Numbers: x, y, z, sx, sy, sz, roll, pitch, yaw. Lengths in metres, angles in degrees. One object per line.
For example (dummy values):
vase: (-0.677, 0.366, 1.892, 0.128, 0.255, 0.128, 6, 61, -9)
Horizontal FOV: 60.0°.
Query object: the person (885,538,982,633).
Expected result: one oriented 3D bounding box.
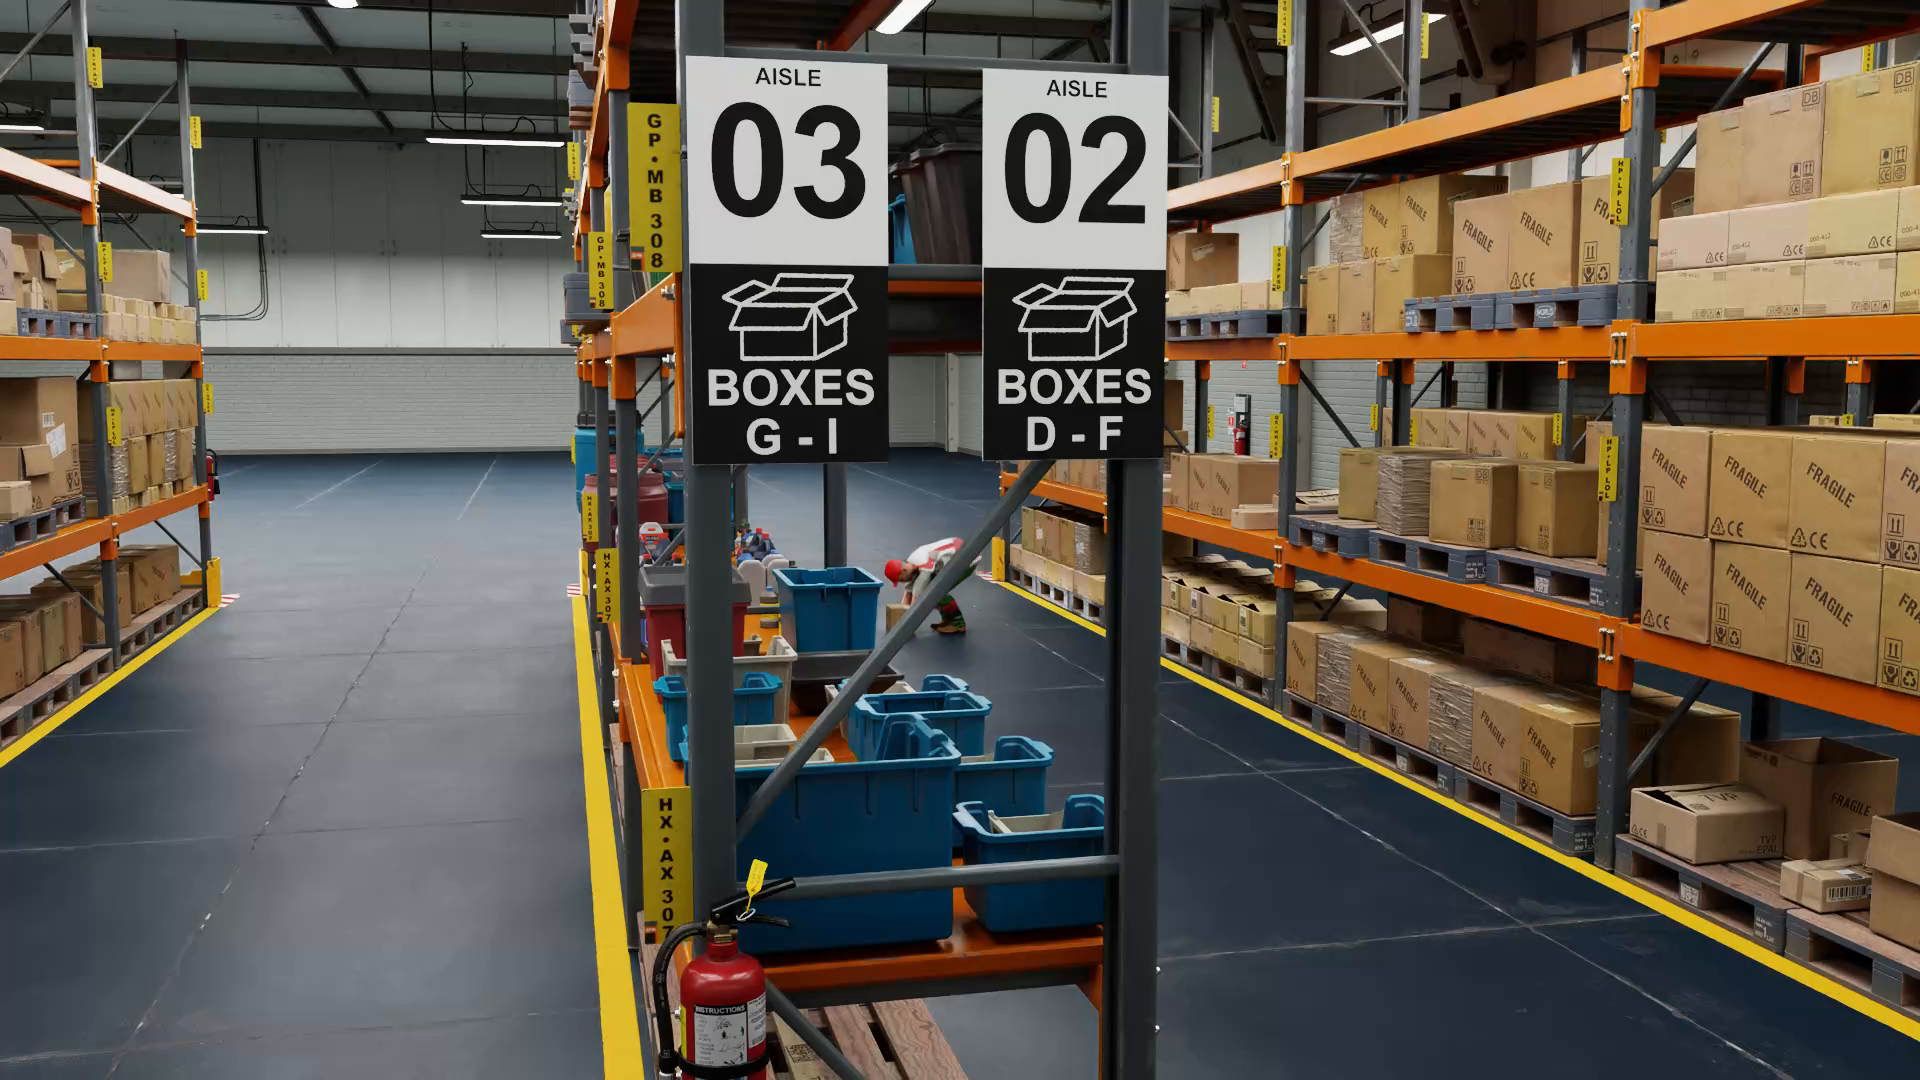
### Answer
person: (-0.267, 0.451, 16.220, 0.953, 0.923, 0.536, -2, 6, -16)
